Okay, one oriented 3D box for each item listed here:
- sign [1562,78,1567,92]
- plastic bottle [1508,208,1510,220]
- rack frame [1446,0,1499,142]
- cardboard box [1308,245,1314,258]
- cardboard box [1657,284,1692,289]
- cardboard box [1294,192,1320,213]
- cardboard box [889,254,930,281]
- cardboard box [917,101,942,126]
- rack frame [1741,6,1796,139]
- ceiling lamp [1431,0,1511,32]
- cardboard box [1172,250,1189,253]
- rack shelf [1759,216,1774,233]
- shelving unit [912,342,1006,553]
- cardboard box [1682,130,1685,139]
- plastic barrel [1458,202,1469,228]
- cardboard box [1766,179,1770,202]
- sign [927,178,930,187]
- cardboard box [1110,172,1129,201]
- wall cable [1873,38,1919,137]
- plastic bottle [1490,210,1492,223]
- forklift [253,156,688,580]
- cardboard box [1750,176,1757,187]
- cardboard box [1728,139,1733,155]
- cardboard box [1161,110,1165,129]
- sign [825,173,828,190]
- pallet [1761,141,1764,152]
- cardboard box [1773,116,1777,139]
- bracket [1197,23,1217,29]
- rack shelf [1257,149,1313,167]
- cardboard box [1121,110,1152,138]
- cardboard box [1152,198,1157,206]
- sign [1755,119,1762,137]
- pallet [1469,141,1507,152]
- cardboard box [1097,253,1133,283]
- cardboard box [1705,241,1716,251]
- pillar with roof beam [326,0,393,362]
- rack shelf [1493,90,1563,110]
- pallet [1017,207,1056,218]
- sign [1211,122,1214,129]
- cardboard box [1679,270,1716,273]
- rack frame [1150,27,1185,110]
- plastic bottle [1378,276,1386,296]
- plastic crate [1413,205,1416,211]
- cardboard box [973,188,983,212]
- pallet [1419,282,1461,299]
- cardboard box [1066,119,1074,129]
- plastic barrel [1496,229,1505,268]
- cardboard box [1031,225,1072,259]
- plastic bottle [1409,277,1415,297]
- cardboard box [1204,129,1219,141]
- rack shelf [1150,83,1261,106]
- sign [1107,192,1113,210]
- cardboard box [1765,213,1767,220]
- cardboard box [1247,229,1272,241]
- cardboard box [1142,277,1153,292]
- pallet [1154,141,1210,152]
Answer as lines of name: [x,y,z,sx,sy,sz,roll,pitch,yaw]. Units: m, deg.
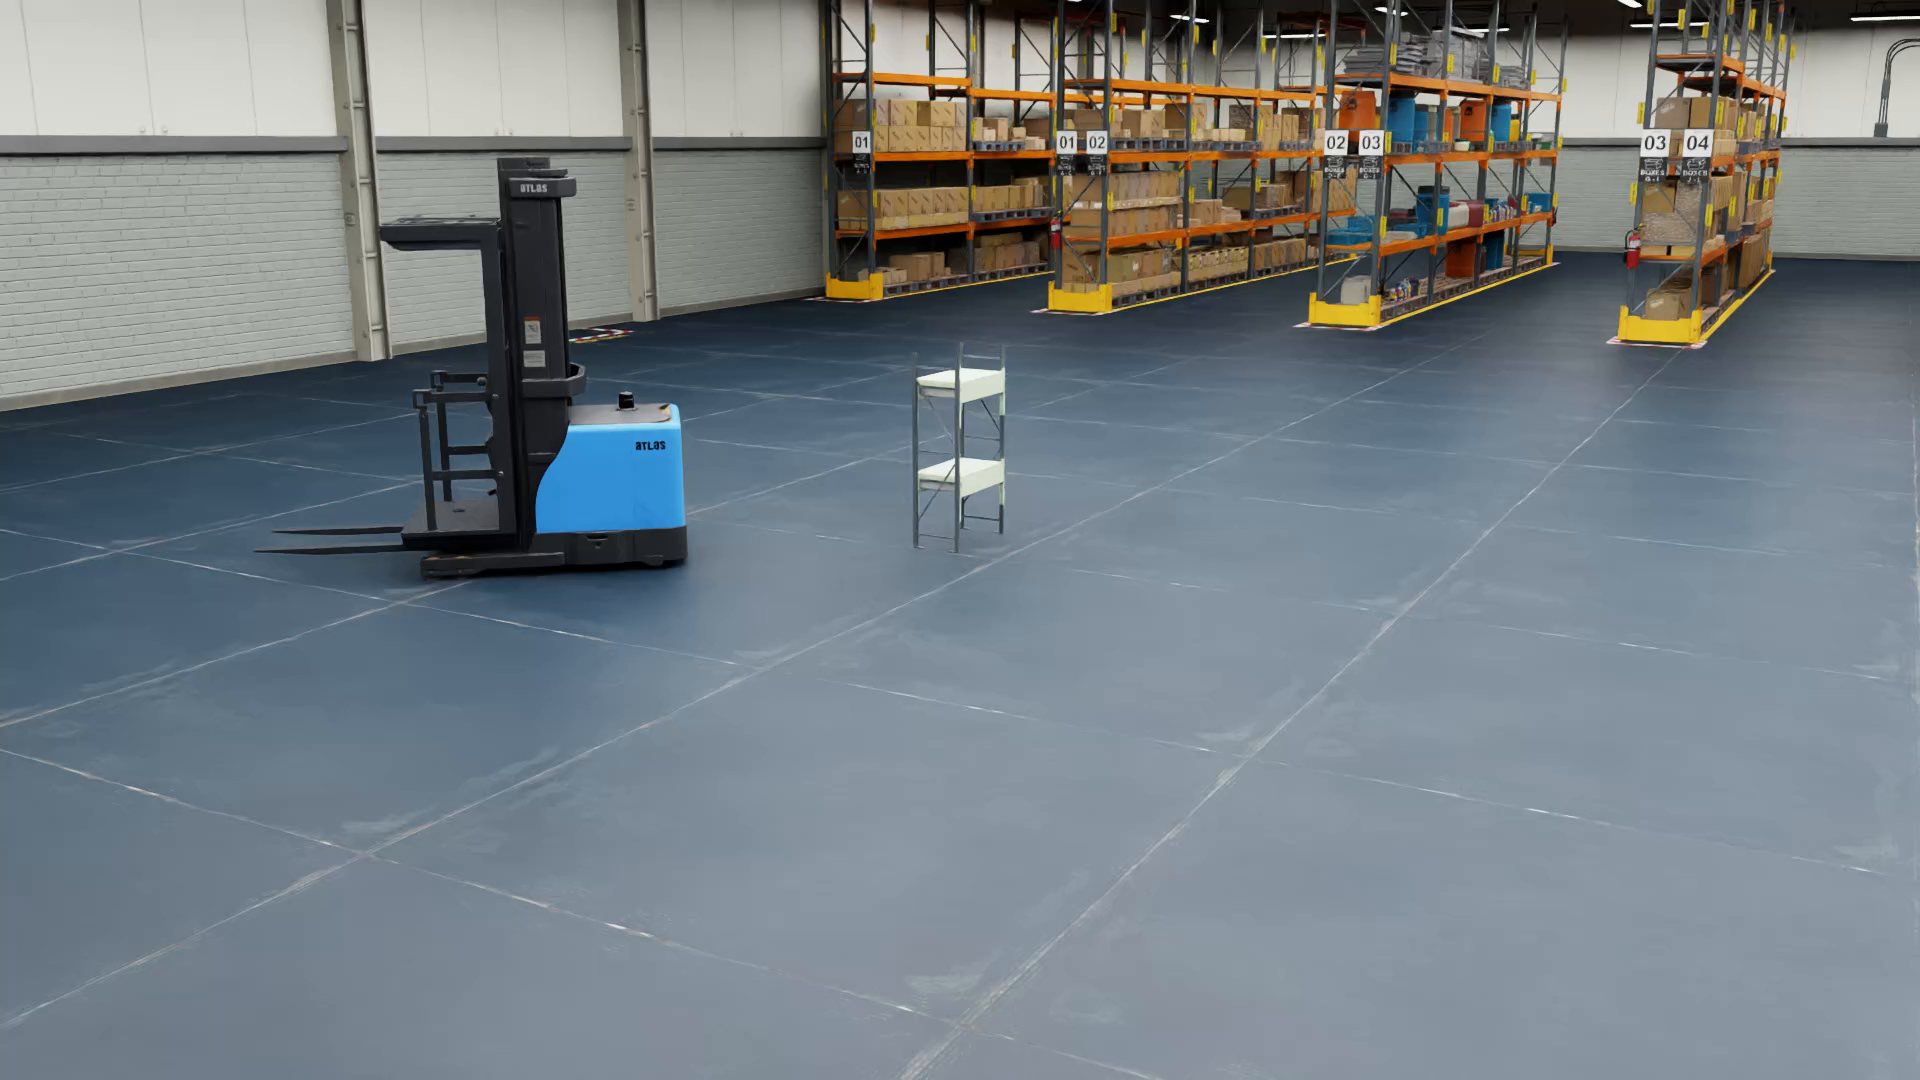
sign: [14.771,-11.113,40.619,0.100,0.325,0.005,7,15,28]
plastic bottle: [12.264,-7.339,37.341,0.152,0.276,0.135,7,15,28]
rack frame: [10.414,-9.688,34.017,1.000,3.000,0.127,7,15,28]
cardboard box: [8.406,-7.122,40.975,0.500,0.311,0.500,7,15,28]
cardboard box: [11.777,-3.937,27.401,0.500,0.500,0.500,9,16,33]
cardboard box: [8.498,-8.276,40.750,0.500,0.500,0.500,8,16,30]
cardboard box: [-1.039,-5.645,34.442,0.700,0.500,0.500,6,15,25]
cardboard box: [-0.696,-8.720,34.015,0.500,0.500,0.500,7,15,26]
rack frame: [18.617,-10.768,38.498,1.000,3.000,0.127,7,15,28]
ceiling lamp: [13.433,-14.995,43.578,2.000,3.185,0.800,7,15,28]
cardboard box: [4.580,-5.978,35.204,0.500,0.311,0.500,7,15,28]
rack shelf: [17.650,-7.091,37.583,1.077,0.370,4.000,7,15,28]
shelving unit: [-0.003,-0.728,12.852,0.431,1.500,0.755,7,15,28]
cardboard box: [11.218,-6.178,25.330,0.380,0.149,0.250,7,15,28]
plastic barrel: [10.104,-6.590,33.732,0.421,0.512,0.421,0,14,0]
cardboard box: [17.631,-7.744,36.840,0.500,0.500,0.500,7,15,26]
sign: [-0.680,-7.698,36.094,0.100,0.325,0.005,7,15,28]
cardboard box: [2.724,-6.585,30.966,0.700,0.500,0.500,7,15,27]
wall cable: [24.368,-13.101,41.313,2.277,5.999,0.120,7,15,28]
plastic bottle: [11.386,-6.951,35.741,0.097,0.271,0.097,0,14,0]
forklift: [-3.571,-1.271,12.053,3.031,2.935,1.130,-2,14,-10]
cardboard box: [16.382,-7.435,35.120,0.797,0.503,0.637,7,15,27]
cardboard box: [12.563,-6.546,27.705,0.500,0.250,0.500,8,16,29]
cardboard box: [5.243,-11.255,44.530,0.500,0.500,0.500,8,16,30]
sign: [-2.602,-7.036,32.674,0.100,0.325,0.005,7,15,28]
pallet: [16.284,-8.202,34.664,0.805,0.209,1.217,7,15,26]
cardboard box: [18.413,-9.498,38.309,0.700,0.500,0.500,6,15,25]
bracket: [7.529,-15.263,49.464,0.076,0.066,3.189,7,15,28]
rack shelf: [7.047,-8.852,38.486,1.077,0.370,4.000,7,15,28]
cardboard box: [3.255,-7.781,31.099,0.500,0.500,0.500,7,15,28]
cardboard box: [3.587,-6.536,32.148,0.380,0.149,0.250,8,16,30]
sign: [15.224,-7.858,31.724,0.100,0.325,0.005,7,15,28]
pallet: [10.869,-8.284,34.996,1.003,0.211,1.213,7,15,28]
cardboard box: [2.906,-5.112,31.207,0.500,0.500,0.500,7,15,28]
cardboard box: [12.039,-4.775,26.976,0.380,0.149,0.250,7,15,28]
pillar with roof beam: [-4.577,-6.461,20.632,9.100,9.000,0.400,7,15,28]
rack shelf: [13.315,-10.375,39.255,1.077,0.370,4.000,7,15,28]
pallet: [1.490,-7.642,38.742,1.213,0.211,1.003,7,15,28]
sign: [5.606,-9.105,36.896,0.100,0.325,0.005,7,15,28]
cardboard box: [13.379,-4.607,30.140,0.700,0.500,0.500,7,15,28]
rack frame: [5.609,-12.452,45.481,1.000,3.000,0.127,7,15,28]
plastic bottle: [7.853,-4.742,31.016,0.144,0.351,0.185,7,15,28]
plastic crate: [9.365,-6.506,33.482,0.402,0.464,0.583,7,15,28]
cardboard box: [0.084,-7.436,36.326,0.700,0.500,0.500,7,15,28]
pallet: [9.415,-5.012,33.372,1.003,0.211,1.213,7,15,28]
cardboard box: [2.415,-9.947,40.342,0.700,0.500,0.500,8,16,31]
plastic barrel: [12.070,-6.666,37.866,0.600,0.901,0.708,7,15,28]
cardboard box: [2.212,-7.189,40.143,0.750,0.750,0.750,7,15,27]
plastic bottle: [8.329,-4.673,30.729,0.144,0.351,0.185,7,15,25]
cardboard box: [5.124,-8.487,34.863,0.500,0.250,0.500,6,15,23]
rack shelf: [5.113,-9.295,34.778,1.077,0.370,4.000,7,15,28]
sign: [2.695,-6.087,29.867,0.100,0.325,0.005,7,15,28]
cardboard box: [17.744,-7.198,37.025,0.380,0.149,0.250,8,15,29]
cardboard box: [7.083,-7.240,39.461,0.500,0.250,0.500,7,15,28]
cardboard box: [3.393,-4.952,32.144,0.500,0.250,0.500,7,15,28]
pallet: [4.561,-8.060,34.075,0.805,0.209,1.217,7,15,26]
